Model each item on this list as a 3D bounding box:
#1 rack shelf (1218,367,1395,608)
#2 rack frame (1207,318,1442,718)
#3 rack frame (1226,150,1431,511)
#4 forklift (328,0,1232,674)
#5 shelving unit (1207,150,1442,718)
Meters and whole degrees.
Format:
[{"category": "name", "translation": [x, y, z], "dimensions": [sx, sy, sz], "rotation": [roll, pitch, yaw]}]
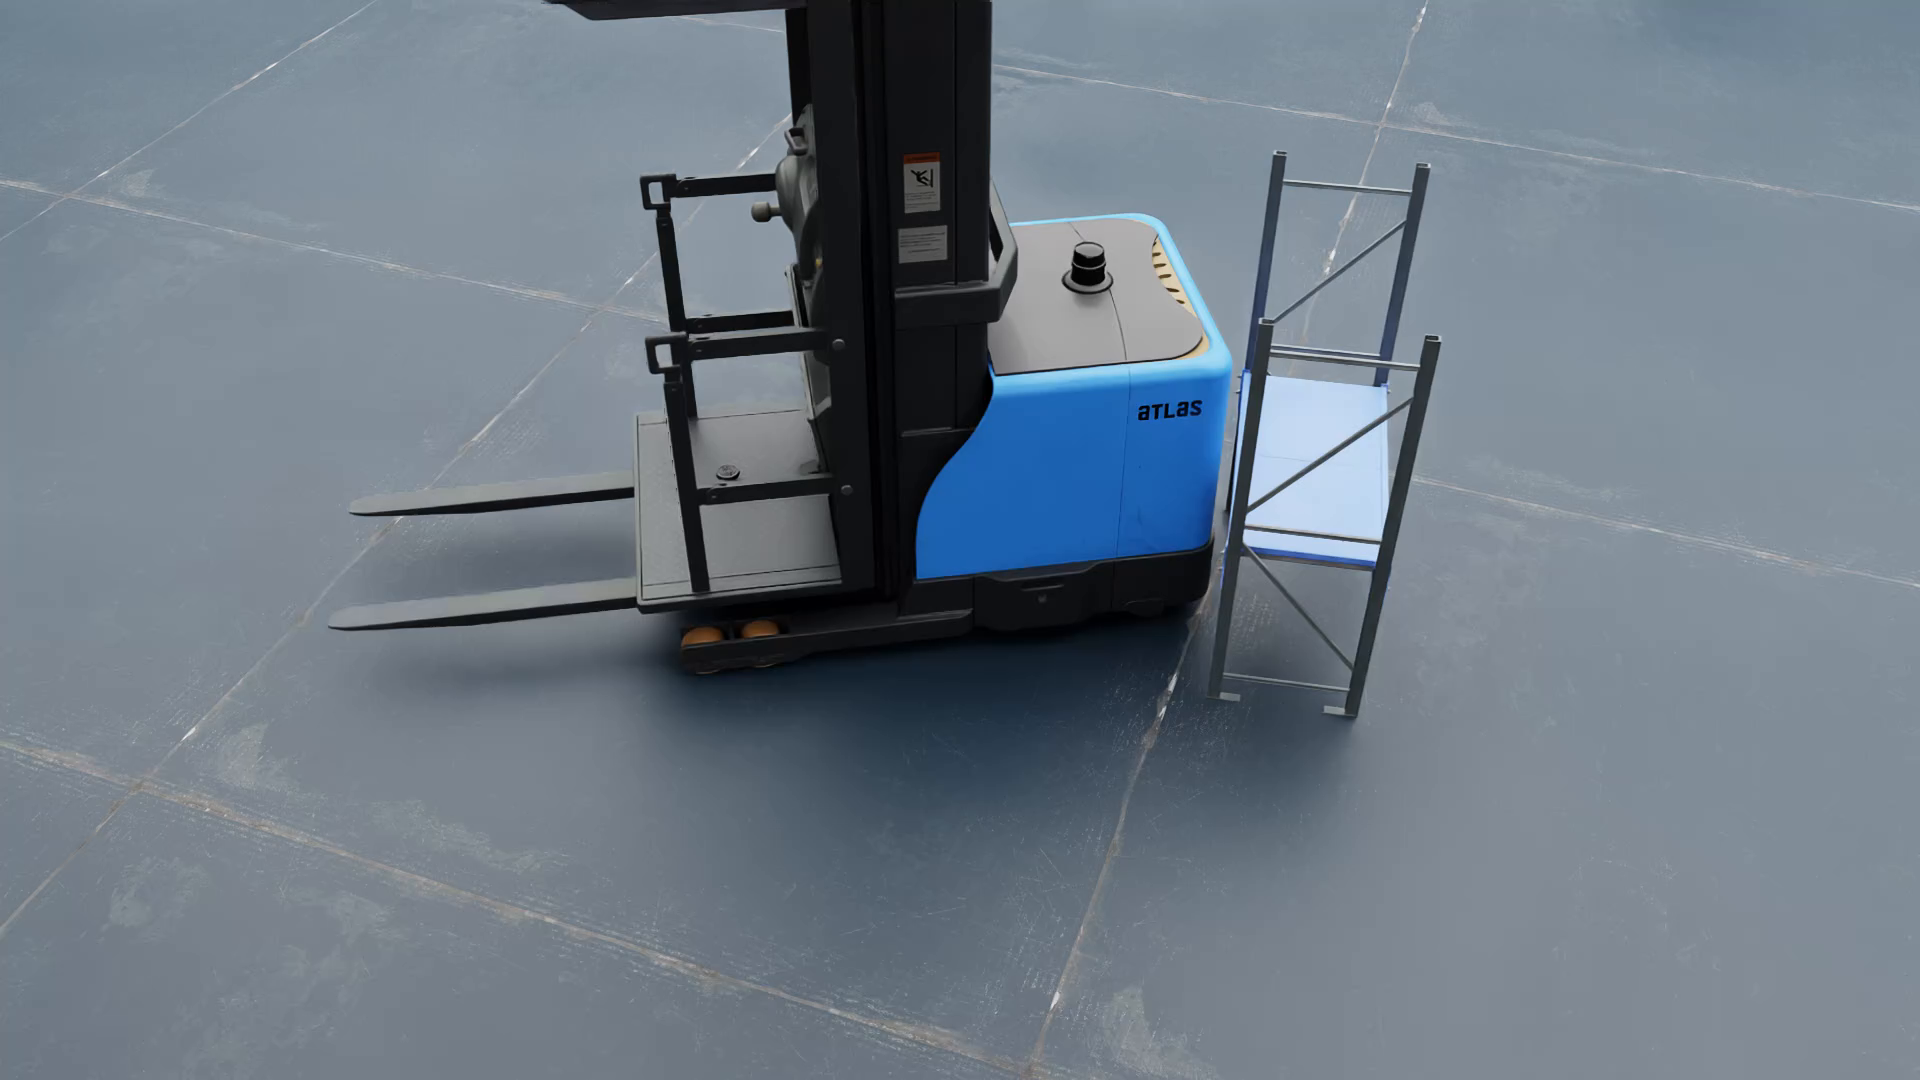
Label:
[{"category": "rack shelf", "translation": [1.176, -0.203, 5.609], "dimensions": [0.538, 0.185, 1.000], "rotation": [7, 41, 8]}, {"category": "rack frame", "translation": [1.083, -0.015, 5.112], "dimensions": [0.500, 1.500, 0.032], "rotation": [7, 41, 8]}, {"category": "rack frame", "translation": [1.268, -0.664, 5.872], "dimensions": [0.500, 1.500, 0.032], "rotation": [7, 41, 8]}, {"category": "forklift", "translation": [-0.676, -1.025, 5.193], "dimensions": [3.031, 2.935, 1.130], "rotation": [-6, 41, -7]}, {"category": "shelving unit", "translation": [1.176, -0.339, 5.492], "dimensions": [0.538, 1.500, 1.048], "rotation": [7, 41, 8]}]
